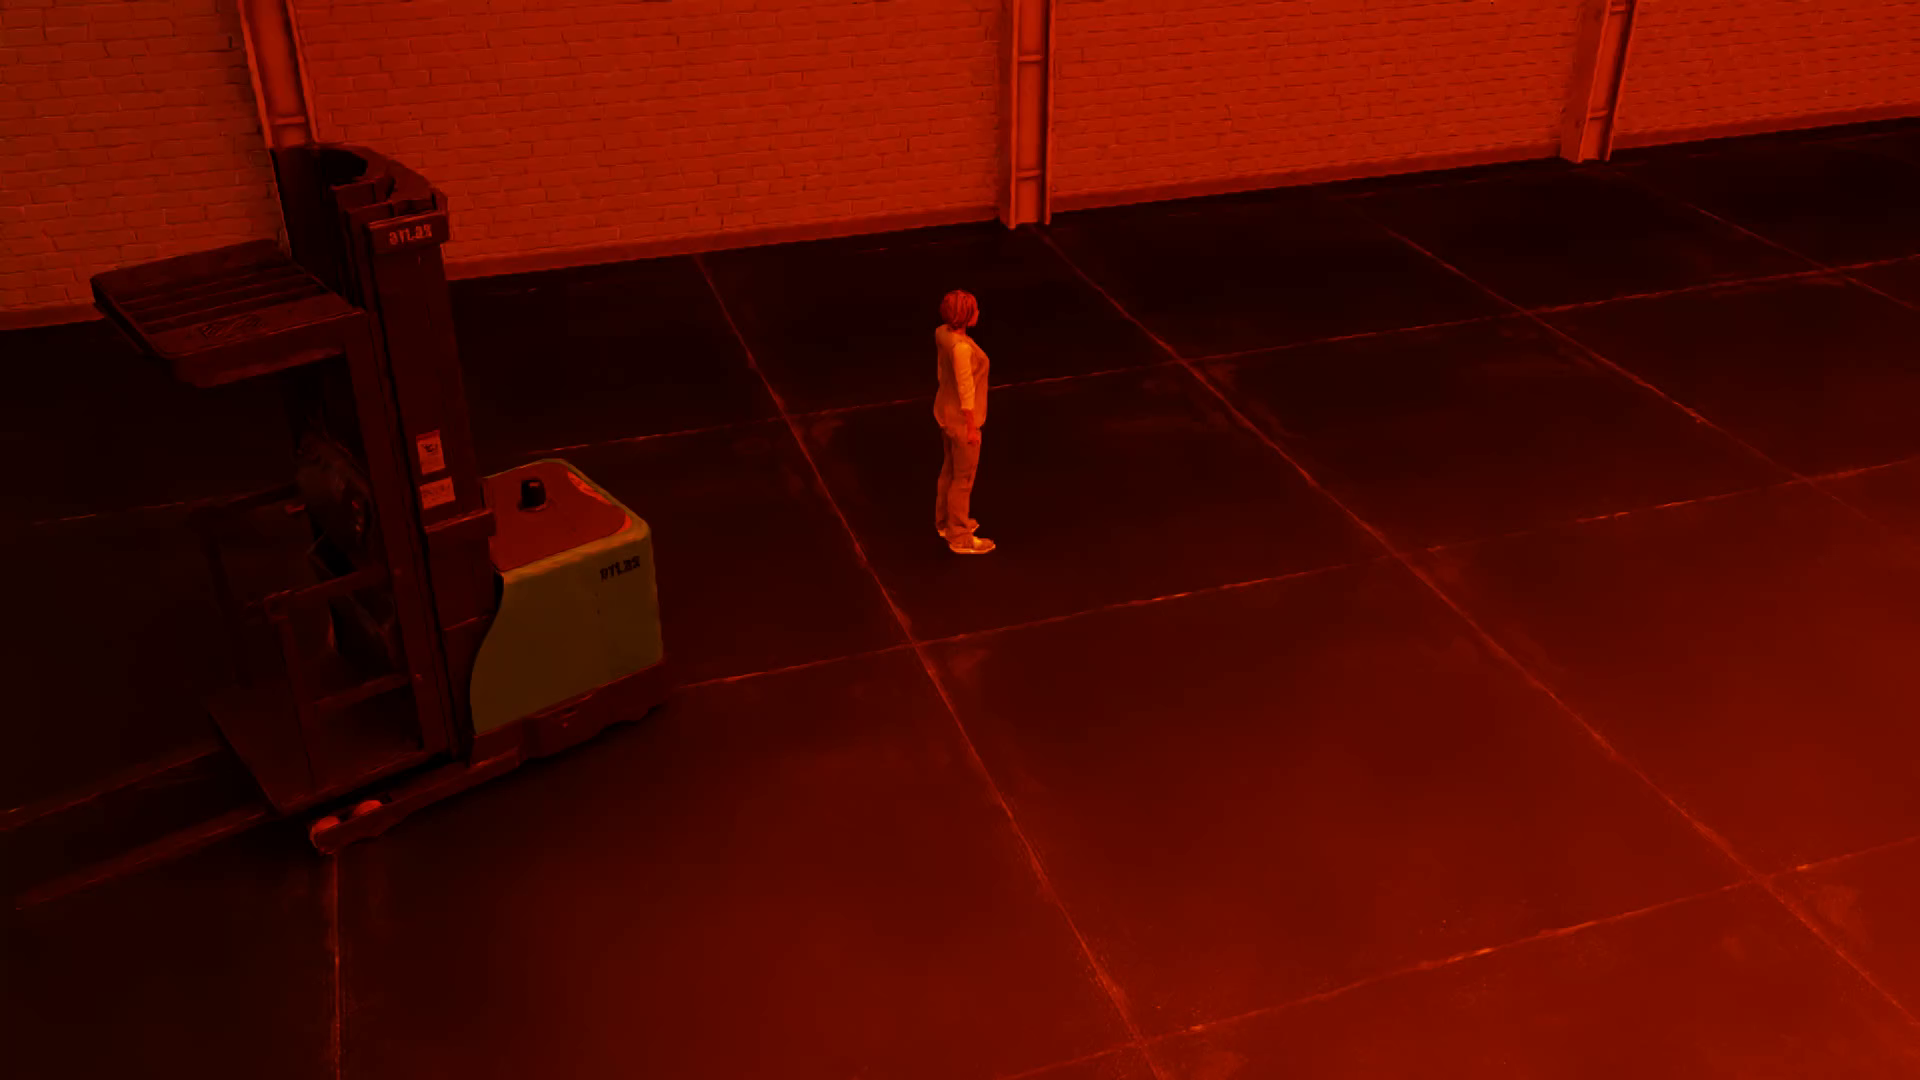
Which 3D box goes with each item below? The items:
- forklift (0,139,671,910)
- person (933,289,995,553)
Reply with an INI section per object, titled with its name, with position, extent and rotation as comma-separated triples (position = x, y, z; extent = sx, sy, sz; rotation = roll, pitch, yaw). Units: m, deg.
[forklift]
position = -2.948, -0.143, 7.335
extent = 3.031, 2.935, 1.130
rotation = -22, 36, -33
[person]
position = 0.008, -0.695, 9.630
extent = 0.310, 1.604, 0.405
rotation = -10, 31, -16
